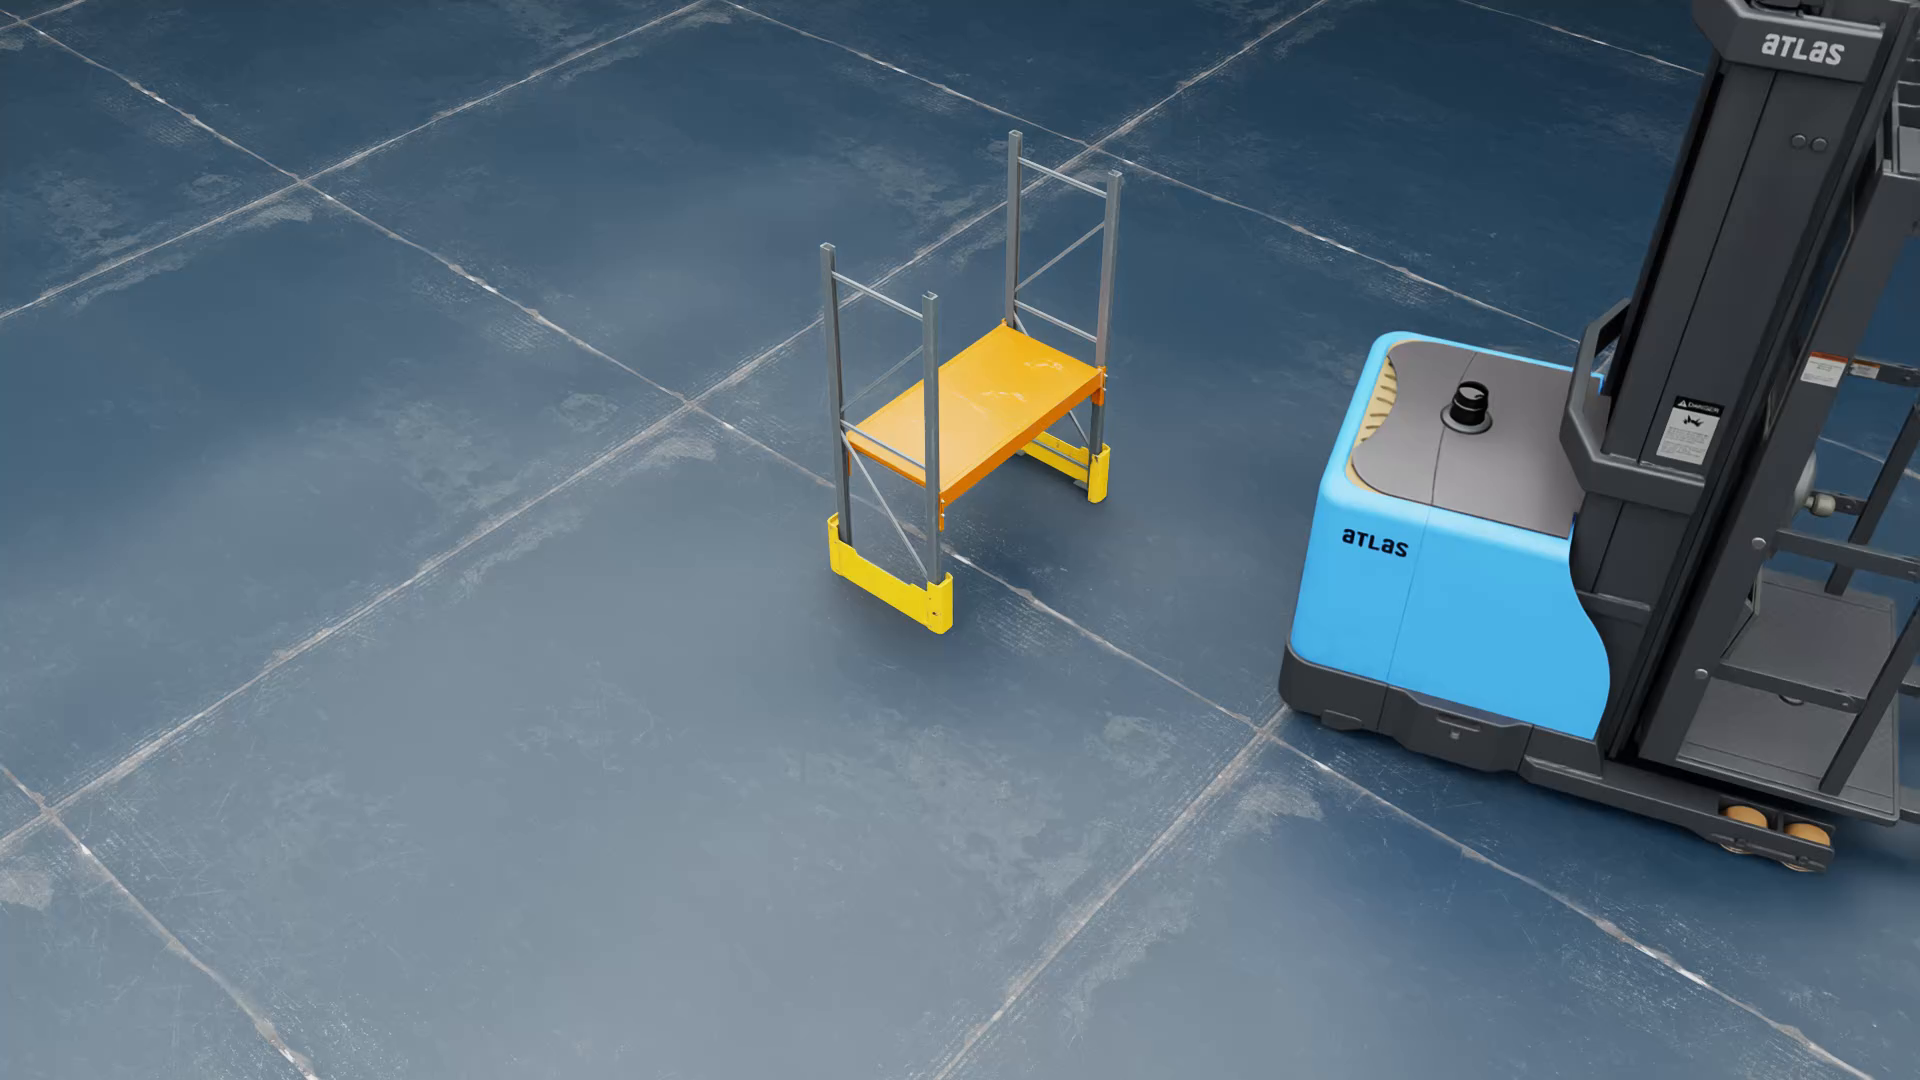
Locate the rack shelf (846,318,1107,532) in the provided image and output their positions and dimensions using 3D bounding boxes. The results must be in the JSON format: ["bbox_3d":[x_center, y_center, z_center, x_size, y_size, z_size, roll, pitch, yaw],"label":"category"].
[{"bbox_3d":[0.055,-0.466,6.415,0.538,0.185,1.000,29,50,28],"label":"rack shelf"}]

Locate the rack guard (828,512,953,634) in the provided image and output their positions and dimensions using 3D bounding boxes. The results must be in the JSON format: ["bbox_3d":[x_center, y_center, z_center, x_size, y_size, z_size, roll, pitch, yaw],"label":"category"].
[{"bbox_3d":[-0.271,0.125,6.427,0.587,0.250,0.087,29,50,28],"label":"rack guard"}]

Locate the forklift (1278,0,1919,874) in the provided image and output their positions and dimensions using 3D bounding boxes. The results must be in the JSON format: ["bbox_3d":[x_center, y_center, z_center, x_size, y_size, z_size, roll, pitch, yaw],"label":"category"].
[{"bbox_3d":[2.724,-0.389,4.999,3.031,2.935,1.130,15,44,16],"label":"forklift"}]

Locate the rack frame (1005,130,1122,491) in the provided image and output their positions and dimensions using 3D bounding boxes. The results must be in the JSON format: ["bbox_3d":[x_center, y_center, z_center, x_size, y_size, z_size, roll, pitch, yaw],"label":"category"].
[{"bbox_3d":[0.382,-0.861,6.582,0.500,1.500,0.032,29,50,28],"label":"rack frame"}]

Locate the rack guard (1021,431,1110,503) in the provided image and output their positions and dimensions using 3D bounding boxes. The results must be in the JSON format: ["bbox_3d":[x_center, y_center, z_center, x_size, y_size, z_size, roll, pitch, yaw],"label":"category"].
[{"bbox_3d":[0.370,-0.388,6.991,0.587,0.250,0.087,29,50,28],"label":"rack guard"}]

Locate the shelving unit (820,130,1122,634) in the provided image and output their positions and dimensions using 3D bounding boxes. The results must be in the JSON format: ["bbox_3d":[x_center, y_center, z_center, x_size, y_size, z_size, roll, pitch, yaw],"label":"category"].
[{"bbox_3d":[0.049,-0.594,6.289,0.587,1.500,1.083,29,50,28],"label":"shelving unit"}]

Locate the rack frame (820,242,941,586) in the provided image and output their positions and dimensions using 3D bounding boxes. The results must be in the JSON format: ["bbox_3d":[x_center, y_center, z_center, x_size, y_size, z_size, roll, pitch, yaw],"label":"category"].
[{"bbox_3d":[-0.272,-0.337,6.006,0.500,1.500,0.032,29,50,28],"label":"rack frame"}]
